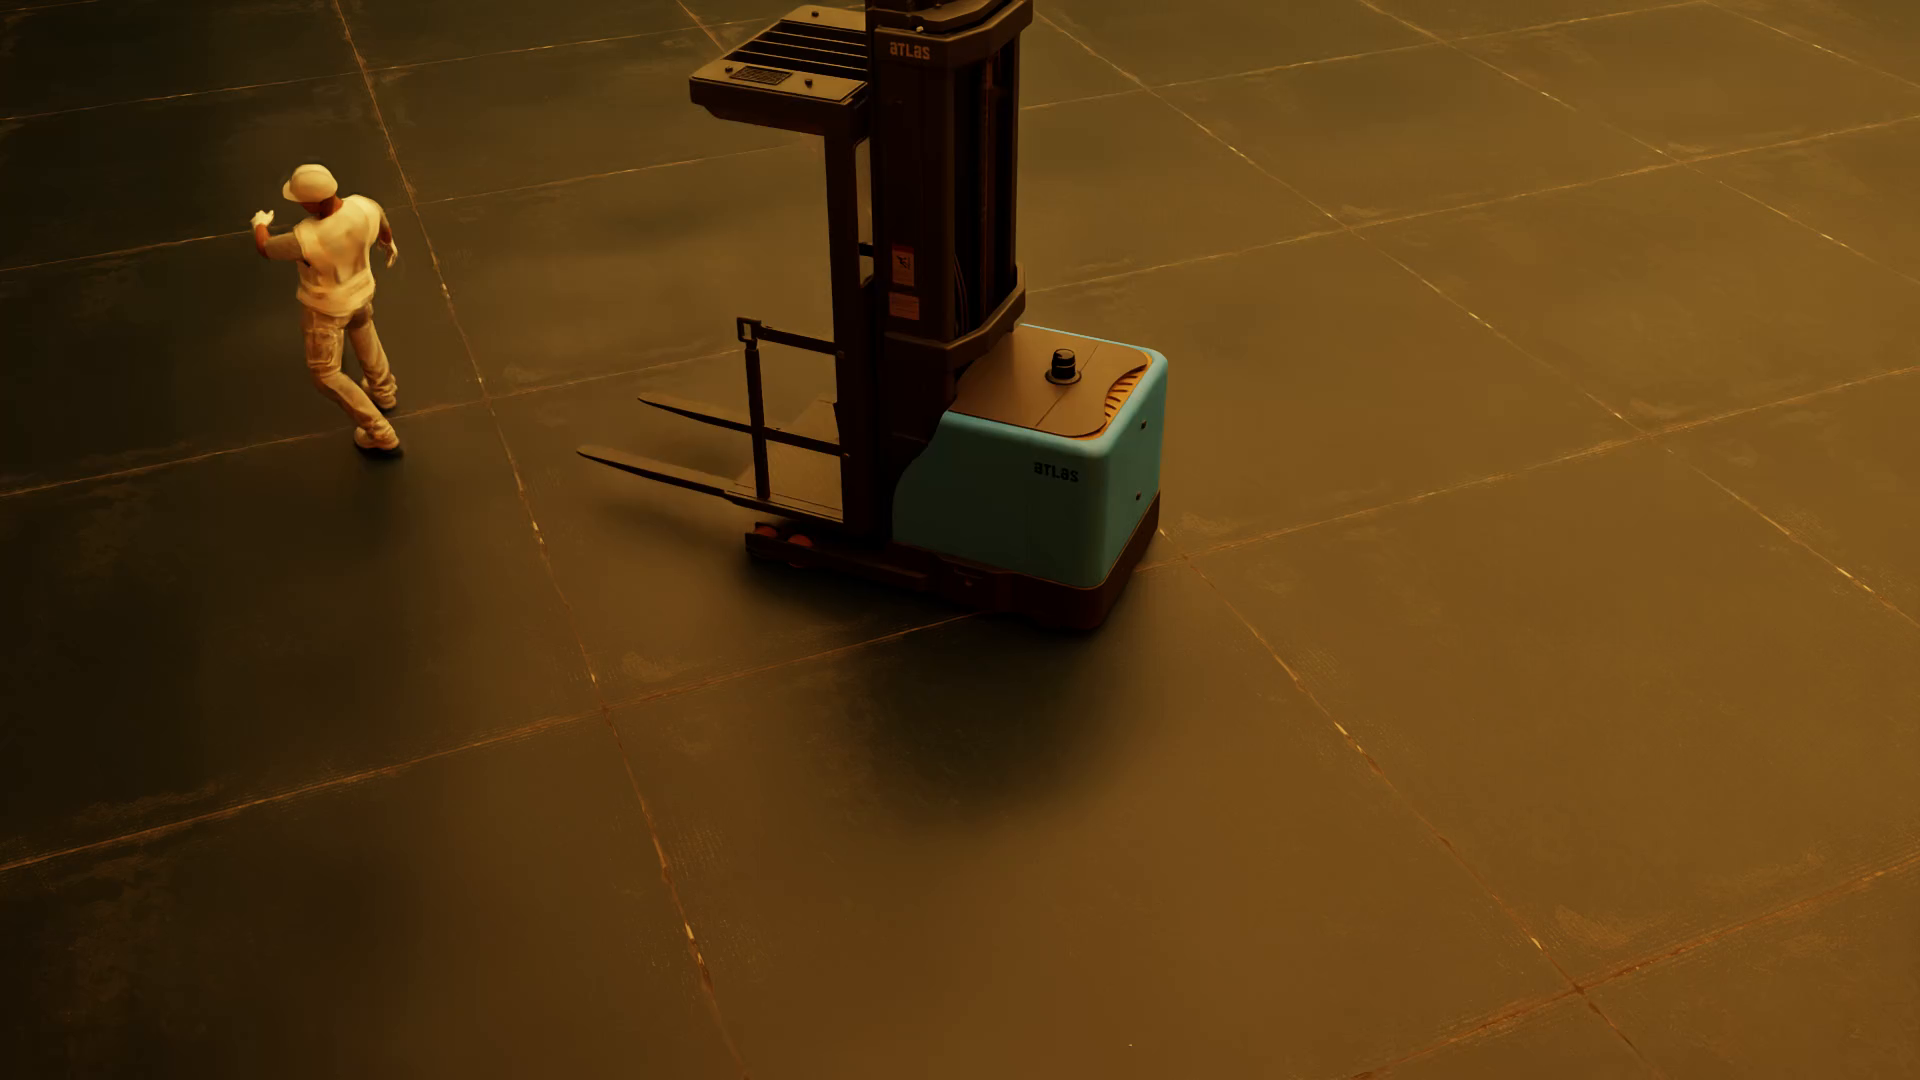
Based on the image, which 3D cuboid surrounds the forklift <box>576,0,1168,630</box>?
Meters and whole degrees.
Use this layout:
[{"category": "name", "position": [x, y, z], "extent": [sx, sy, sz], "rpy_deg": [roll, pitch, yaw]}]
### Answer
[{"category": "forklift", "position": [-0.541, -1.318, 7.952], "extent": [3.031, 2.935, 1.130], "rpy_deg": [14, 38, 19]}]

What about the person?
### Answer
[{"category": "person", "position": [-3.424, -1.415, 9.197], "extent": [0.879, 1.634, 0.853], "rpy_deg": [12, 37, 17]}]
